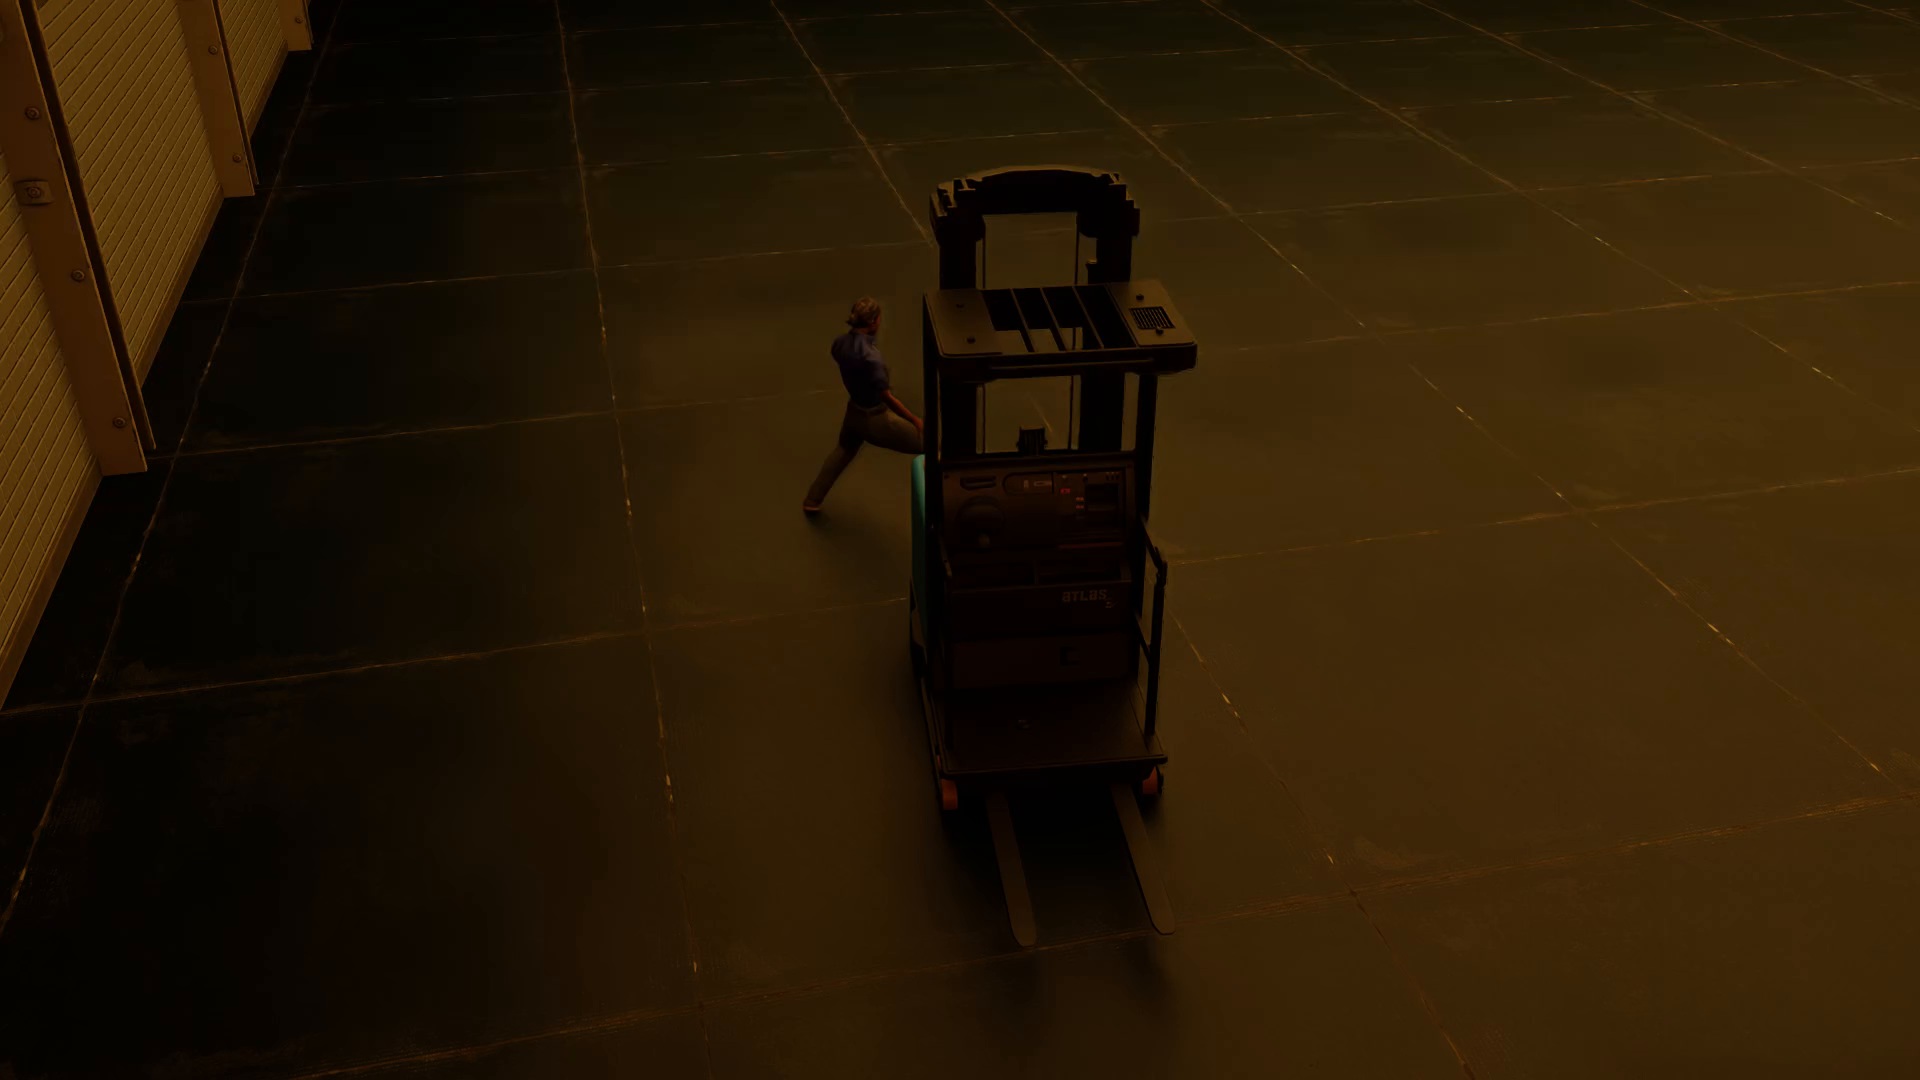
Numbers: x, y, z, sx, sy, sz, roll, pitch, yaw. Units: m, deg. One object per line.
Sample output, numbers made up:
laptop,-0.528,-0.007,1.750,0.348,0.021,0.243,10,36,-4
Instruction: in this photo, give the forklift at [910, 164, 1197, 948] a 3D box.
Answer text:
forklift,0.406,-0.120,7.781,1.130,2.935,3.031,-4,30,-6

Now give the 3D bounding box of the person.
person,-0.555,-0.818,10.461,0.783,1.529,0.906,-19,35,-30
